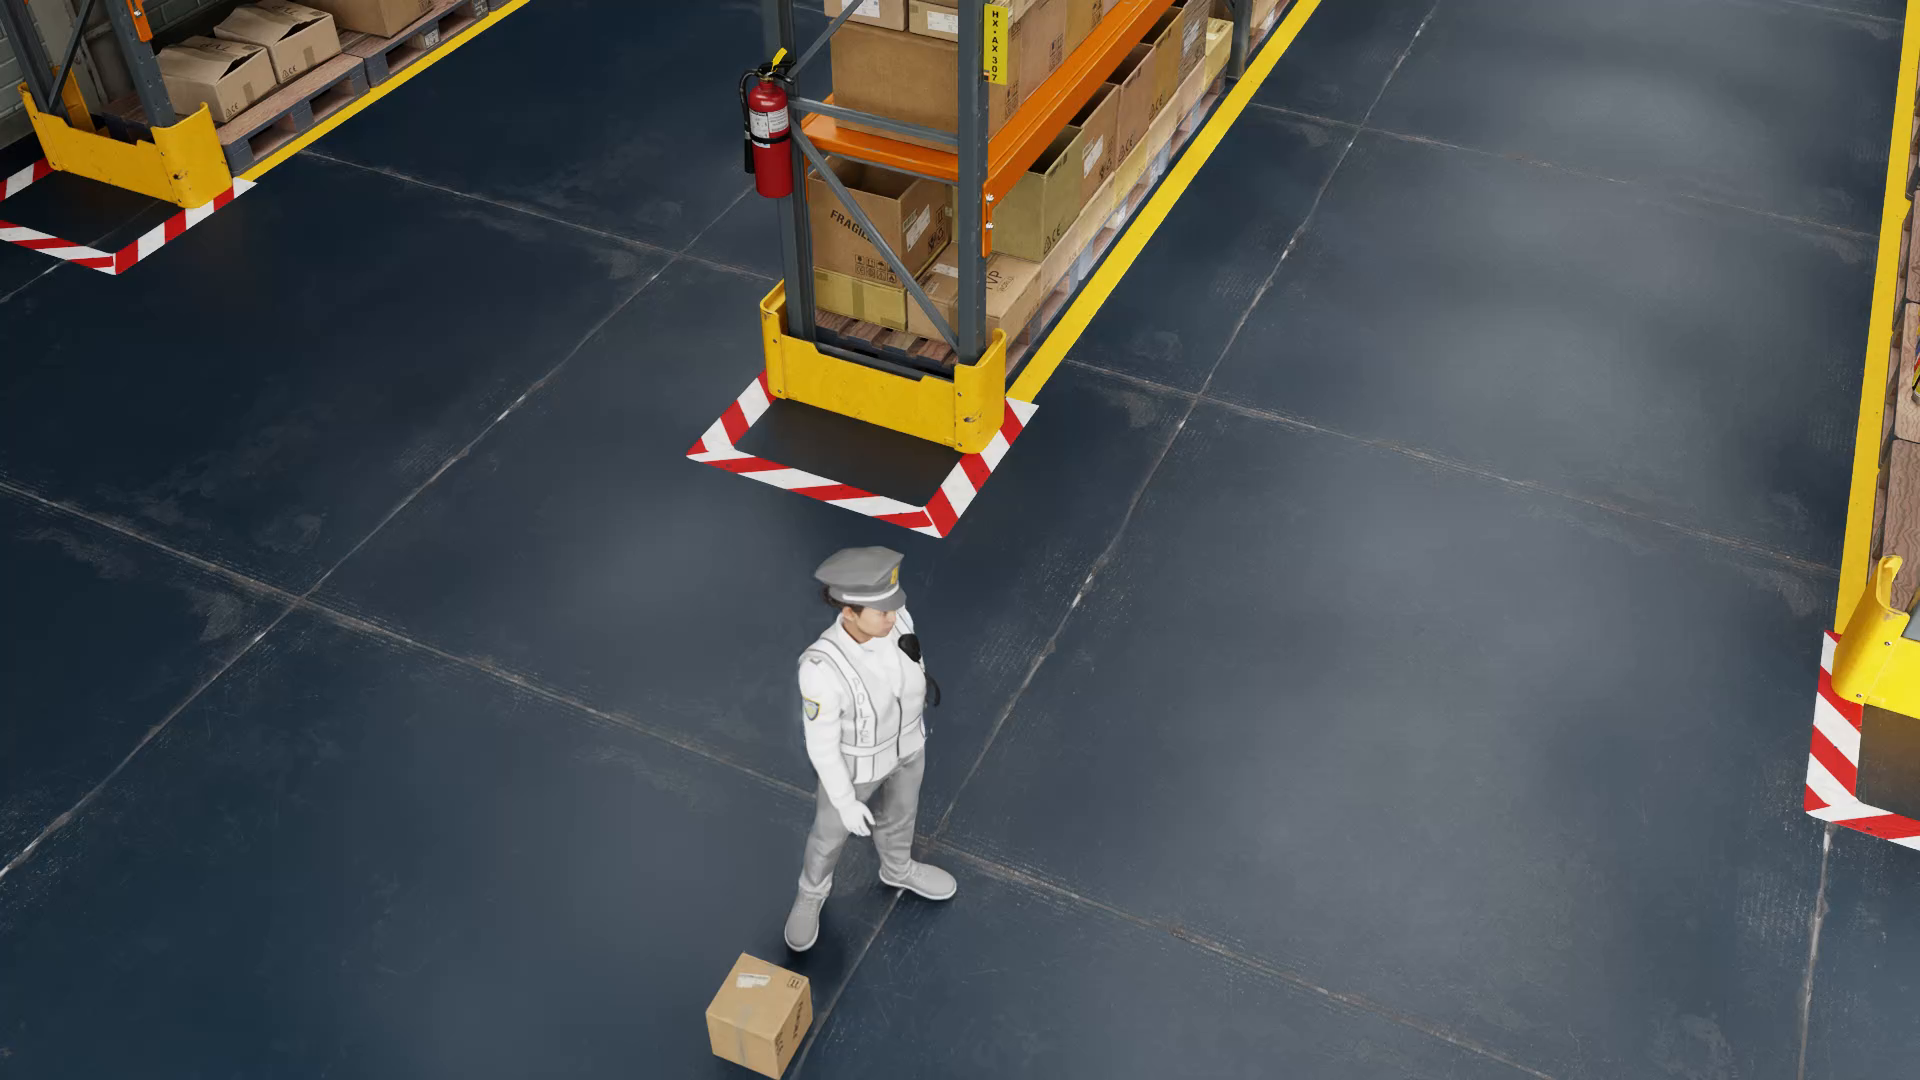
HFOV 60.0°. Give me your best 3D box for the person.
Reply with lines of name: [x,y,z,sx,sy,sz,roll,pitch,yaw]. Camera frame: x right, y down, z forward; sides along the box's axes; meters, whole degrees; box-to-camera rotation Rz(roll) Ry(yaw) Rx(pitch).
person: [-0.337,0.697,5.367,0.421,1.685,0.608,33,52,31]
